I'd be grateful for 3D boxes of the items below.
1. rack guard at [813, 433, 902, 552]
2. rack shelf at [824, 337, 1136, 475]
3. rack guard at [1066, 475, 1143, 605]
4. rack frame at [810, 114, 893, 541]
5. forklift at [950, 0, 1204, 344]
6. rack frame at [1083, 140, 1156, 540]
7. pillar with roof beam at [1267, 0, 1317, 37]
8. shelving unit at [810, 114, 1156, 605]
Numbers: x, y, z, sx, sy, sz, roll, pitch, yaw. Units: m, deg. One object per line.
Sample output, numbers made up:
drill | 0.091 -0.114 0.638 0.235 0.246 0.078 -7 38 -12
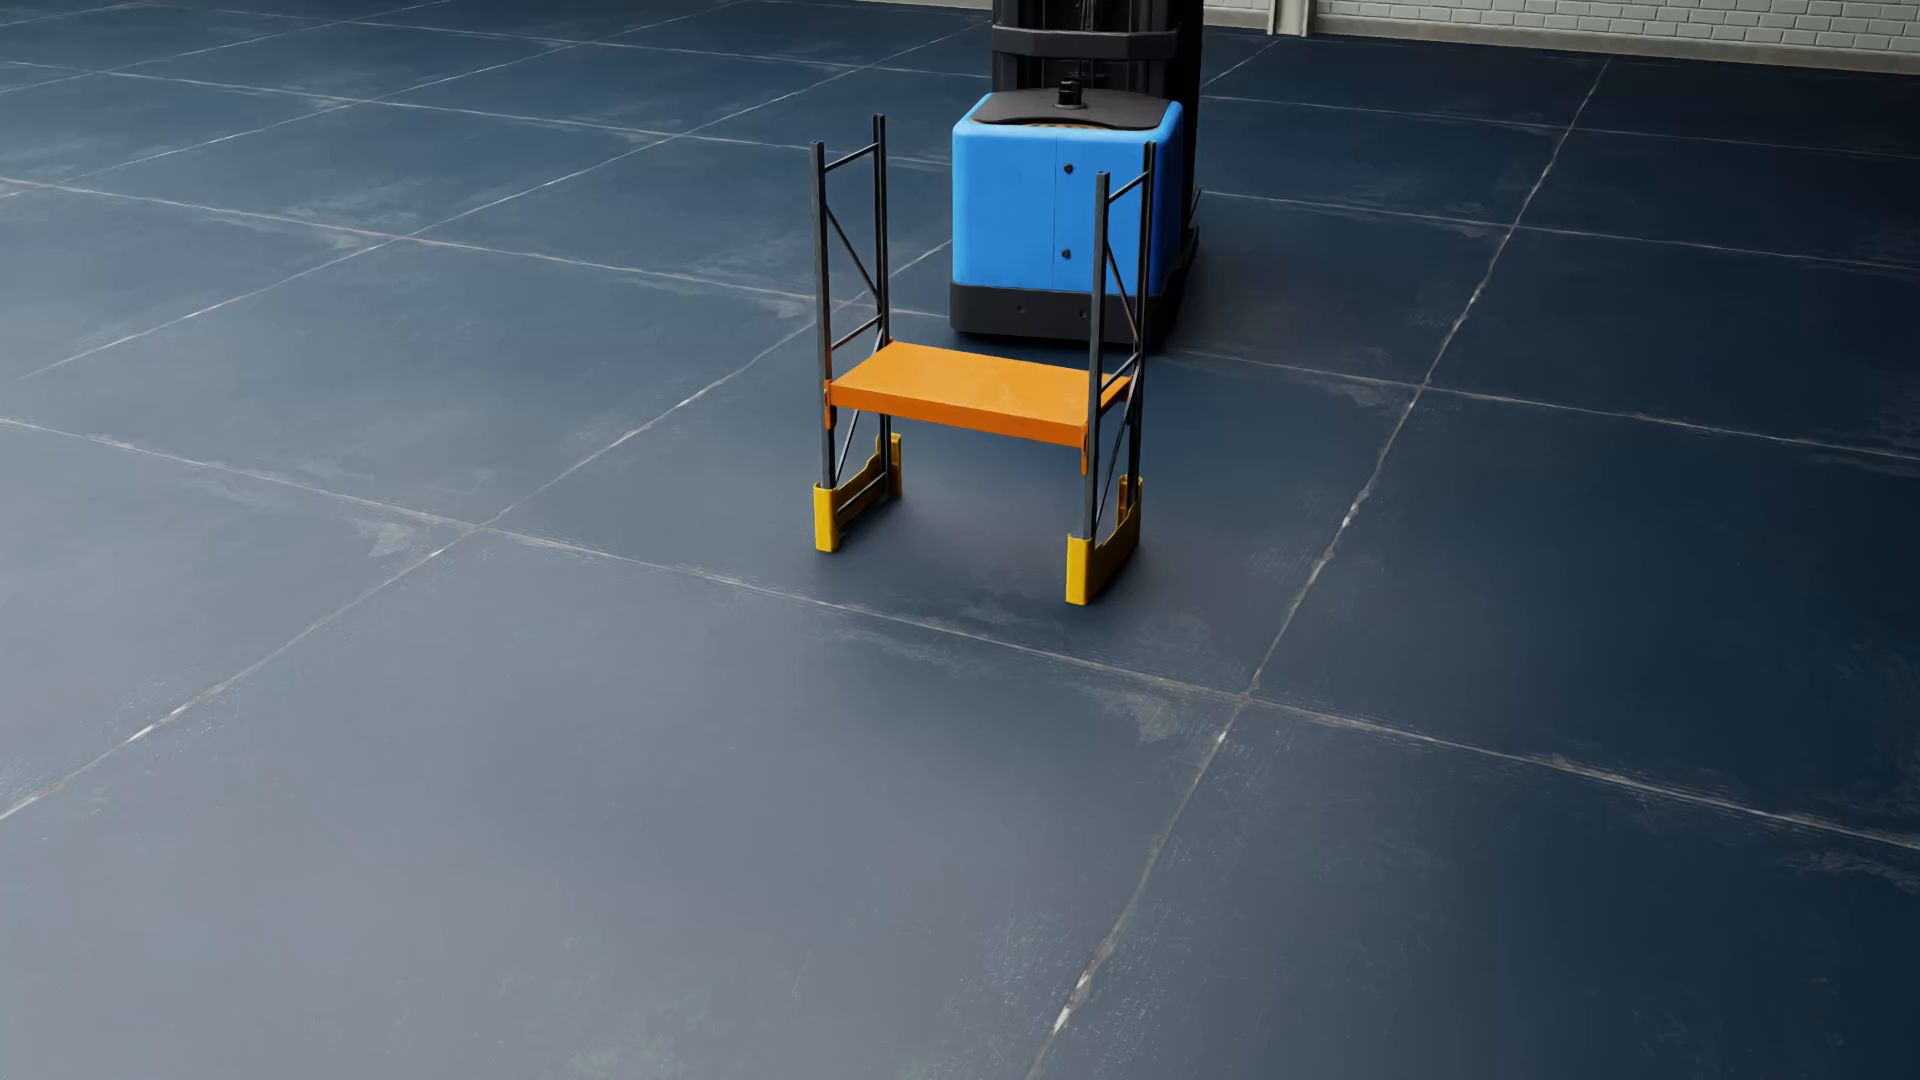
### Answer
rack guard | -0.384 -0.189 6.351 0.087 0.250 0.587 11 28 22
rack shelf | 0.078 -0.496 5.966 1.000 0.185 0.538 11 28 22
rack guard | 0.523 -0.007 5.982 0.087 0.250 0.587 11 28 22
rack frame | -0.385 -0.750 6.076 0.032 1.500 0.500 11 28 22
forklift | 0.760 -2.883 8.788 1.130 2.935 3.031 5 27 11
rack frame | 0.540 -0.564 5.698 0.032 1.500 0.500 11 28 22
pillar with roof beam | 1.481 -7.310 10.910 0.400 9.000 9.100 11 28 22
shelving unit | 0.069 -0.659 5.890 1.083 1.500 0.587 11 28 22
